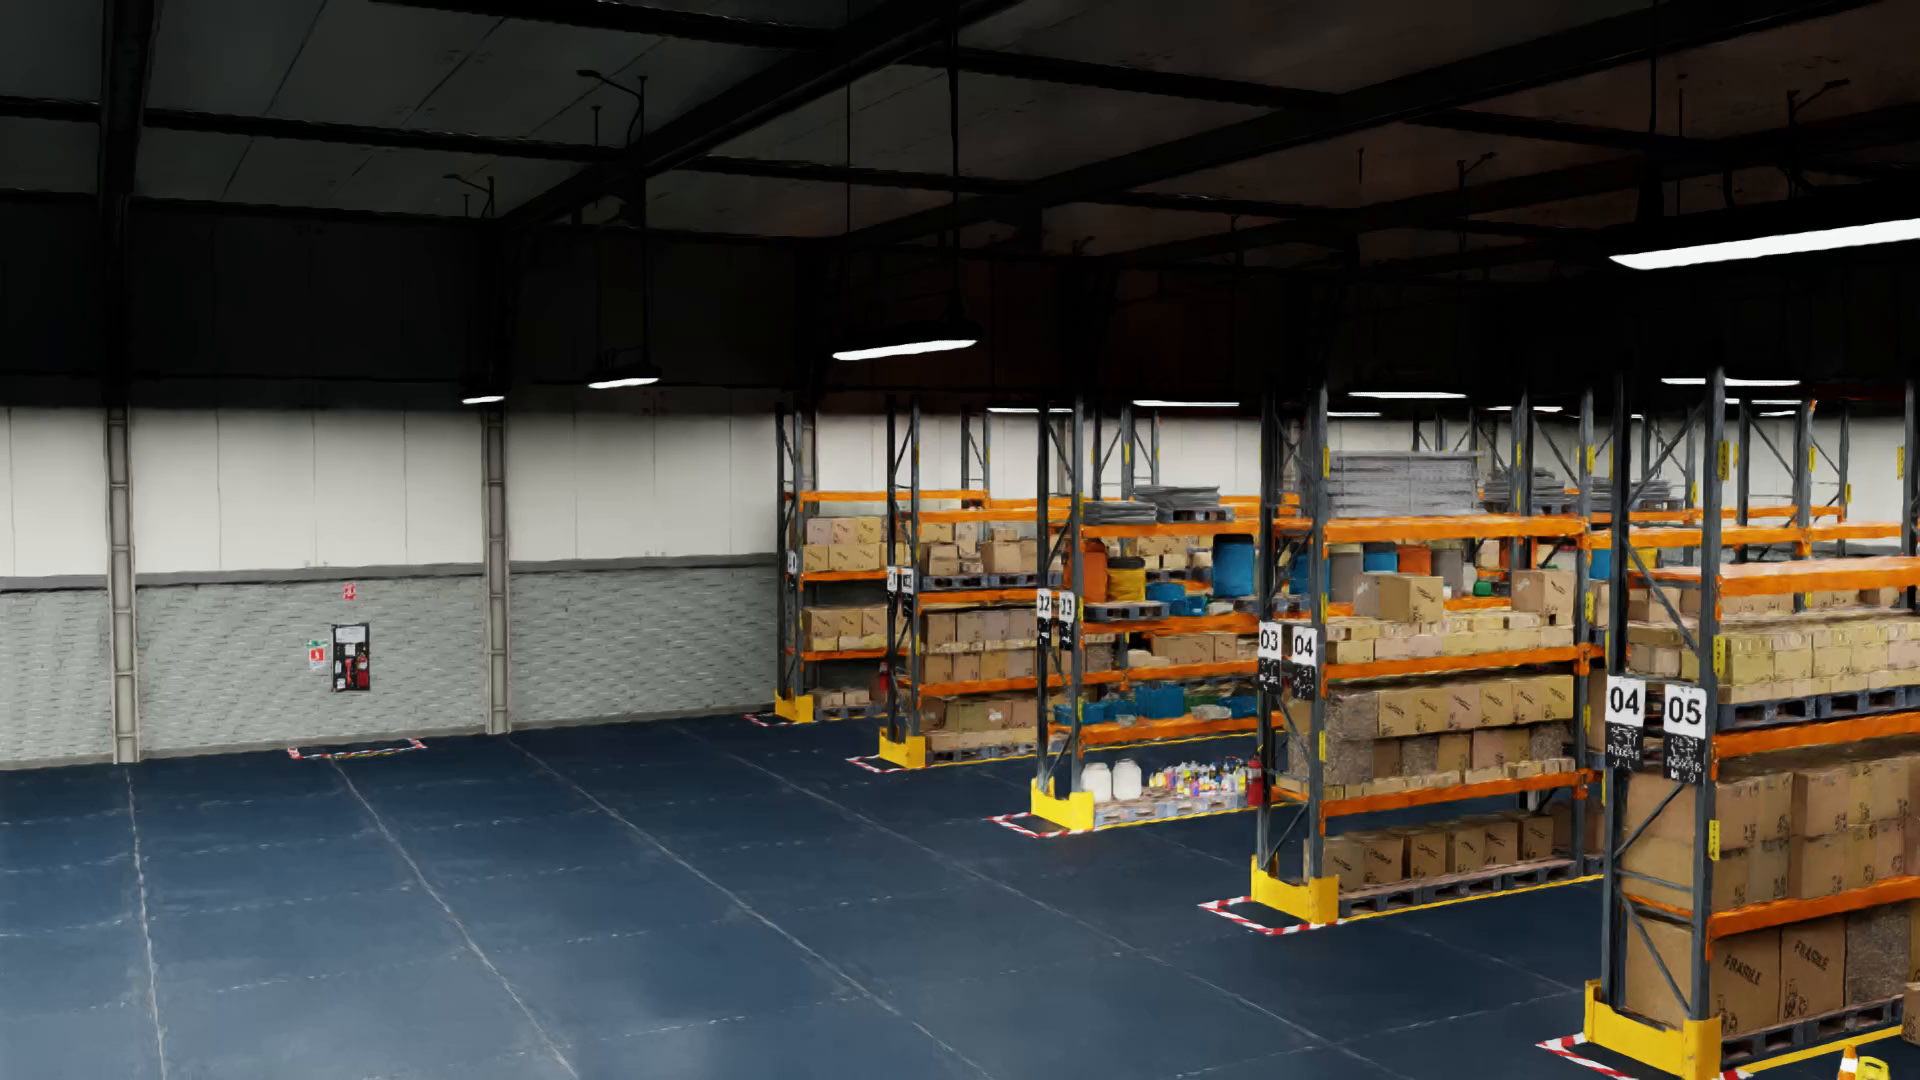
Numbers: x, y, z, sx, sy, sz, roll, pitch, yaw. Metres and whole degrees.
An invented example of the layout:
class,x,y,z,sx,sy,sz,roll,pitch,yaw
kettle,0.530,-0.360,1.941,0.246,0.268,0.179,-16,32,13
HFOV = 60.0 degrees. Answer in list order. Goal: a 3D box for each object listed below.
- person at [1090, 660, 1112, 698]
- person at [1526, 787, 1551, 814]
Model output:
class,x,y,z,sx,sy,sz,roll,pitch,yaw
person,2.812,2.403,33.262,0.405,1.727,0.615,3,4,39
person,7.749,3.050,22.308,0.562,1.668,0.569,0,3,3
